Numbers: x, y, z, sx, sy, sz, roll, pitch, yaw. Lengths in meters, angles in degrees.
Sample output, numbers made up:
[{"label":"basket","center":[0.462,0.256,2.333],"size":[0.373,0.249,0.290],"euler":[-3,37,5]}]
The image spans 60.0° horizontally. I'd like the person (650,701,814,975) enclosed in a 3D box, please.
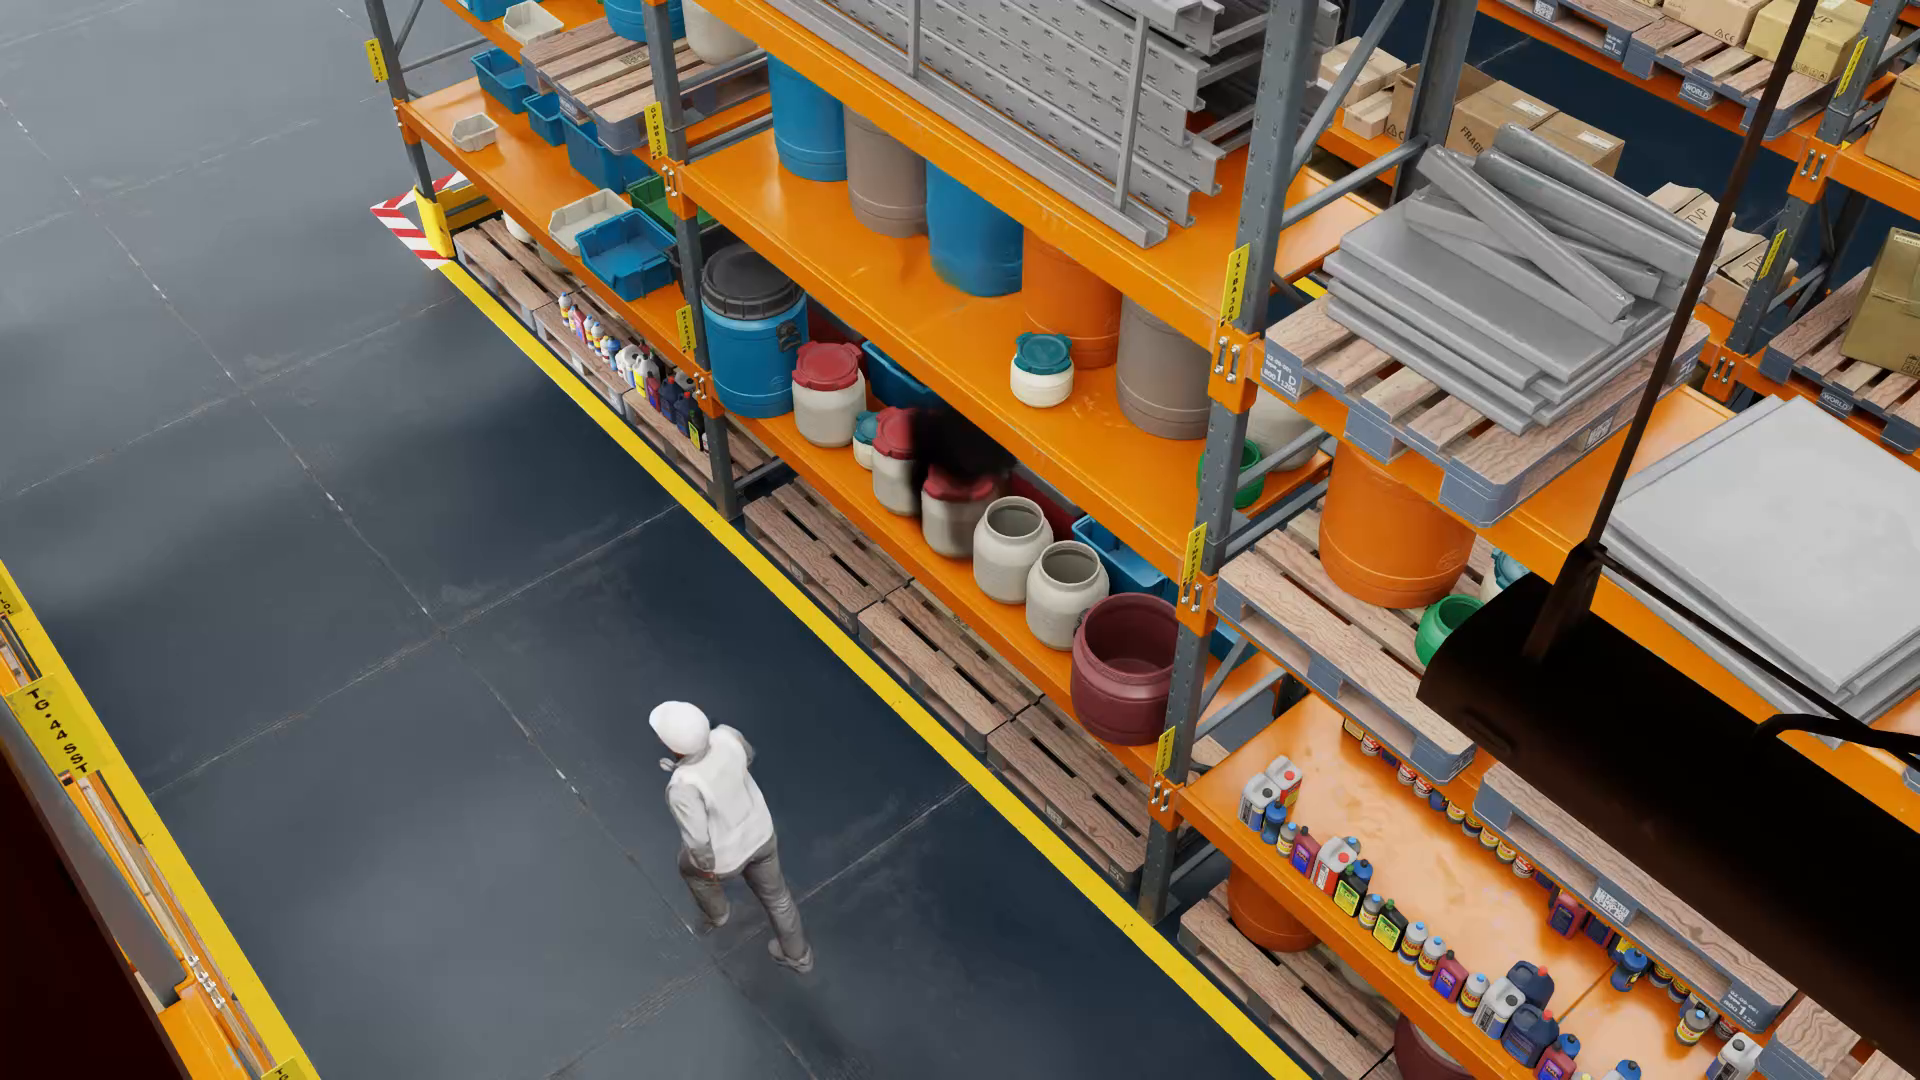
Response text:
[{"label":"person","center":[-1.110,1.481,8.024],"size":[0.893,1.851,0.649],"euler":[33,55,27]}]
